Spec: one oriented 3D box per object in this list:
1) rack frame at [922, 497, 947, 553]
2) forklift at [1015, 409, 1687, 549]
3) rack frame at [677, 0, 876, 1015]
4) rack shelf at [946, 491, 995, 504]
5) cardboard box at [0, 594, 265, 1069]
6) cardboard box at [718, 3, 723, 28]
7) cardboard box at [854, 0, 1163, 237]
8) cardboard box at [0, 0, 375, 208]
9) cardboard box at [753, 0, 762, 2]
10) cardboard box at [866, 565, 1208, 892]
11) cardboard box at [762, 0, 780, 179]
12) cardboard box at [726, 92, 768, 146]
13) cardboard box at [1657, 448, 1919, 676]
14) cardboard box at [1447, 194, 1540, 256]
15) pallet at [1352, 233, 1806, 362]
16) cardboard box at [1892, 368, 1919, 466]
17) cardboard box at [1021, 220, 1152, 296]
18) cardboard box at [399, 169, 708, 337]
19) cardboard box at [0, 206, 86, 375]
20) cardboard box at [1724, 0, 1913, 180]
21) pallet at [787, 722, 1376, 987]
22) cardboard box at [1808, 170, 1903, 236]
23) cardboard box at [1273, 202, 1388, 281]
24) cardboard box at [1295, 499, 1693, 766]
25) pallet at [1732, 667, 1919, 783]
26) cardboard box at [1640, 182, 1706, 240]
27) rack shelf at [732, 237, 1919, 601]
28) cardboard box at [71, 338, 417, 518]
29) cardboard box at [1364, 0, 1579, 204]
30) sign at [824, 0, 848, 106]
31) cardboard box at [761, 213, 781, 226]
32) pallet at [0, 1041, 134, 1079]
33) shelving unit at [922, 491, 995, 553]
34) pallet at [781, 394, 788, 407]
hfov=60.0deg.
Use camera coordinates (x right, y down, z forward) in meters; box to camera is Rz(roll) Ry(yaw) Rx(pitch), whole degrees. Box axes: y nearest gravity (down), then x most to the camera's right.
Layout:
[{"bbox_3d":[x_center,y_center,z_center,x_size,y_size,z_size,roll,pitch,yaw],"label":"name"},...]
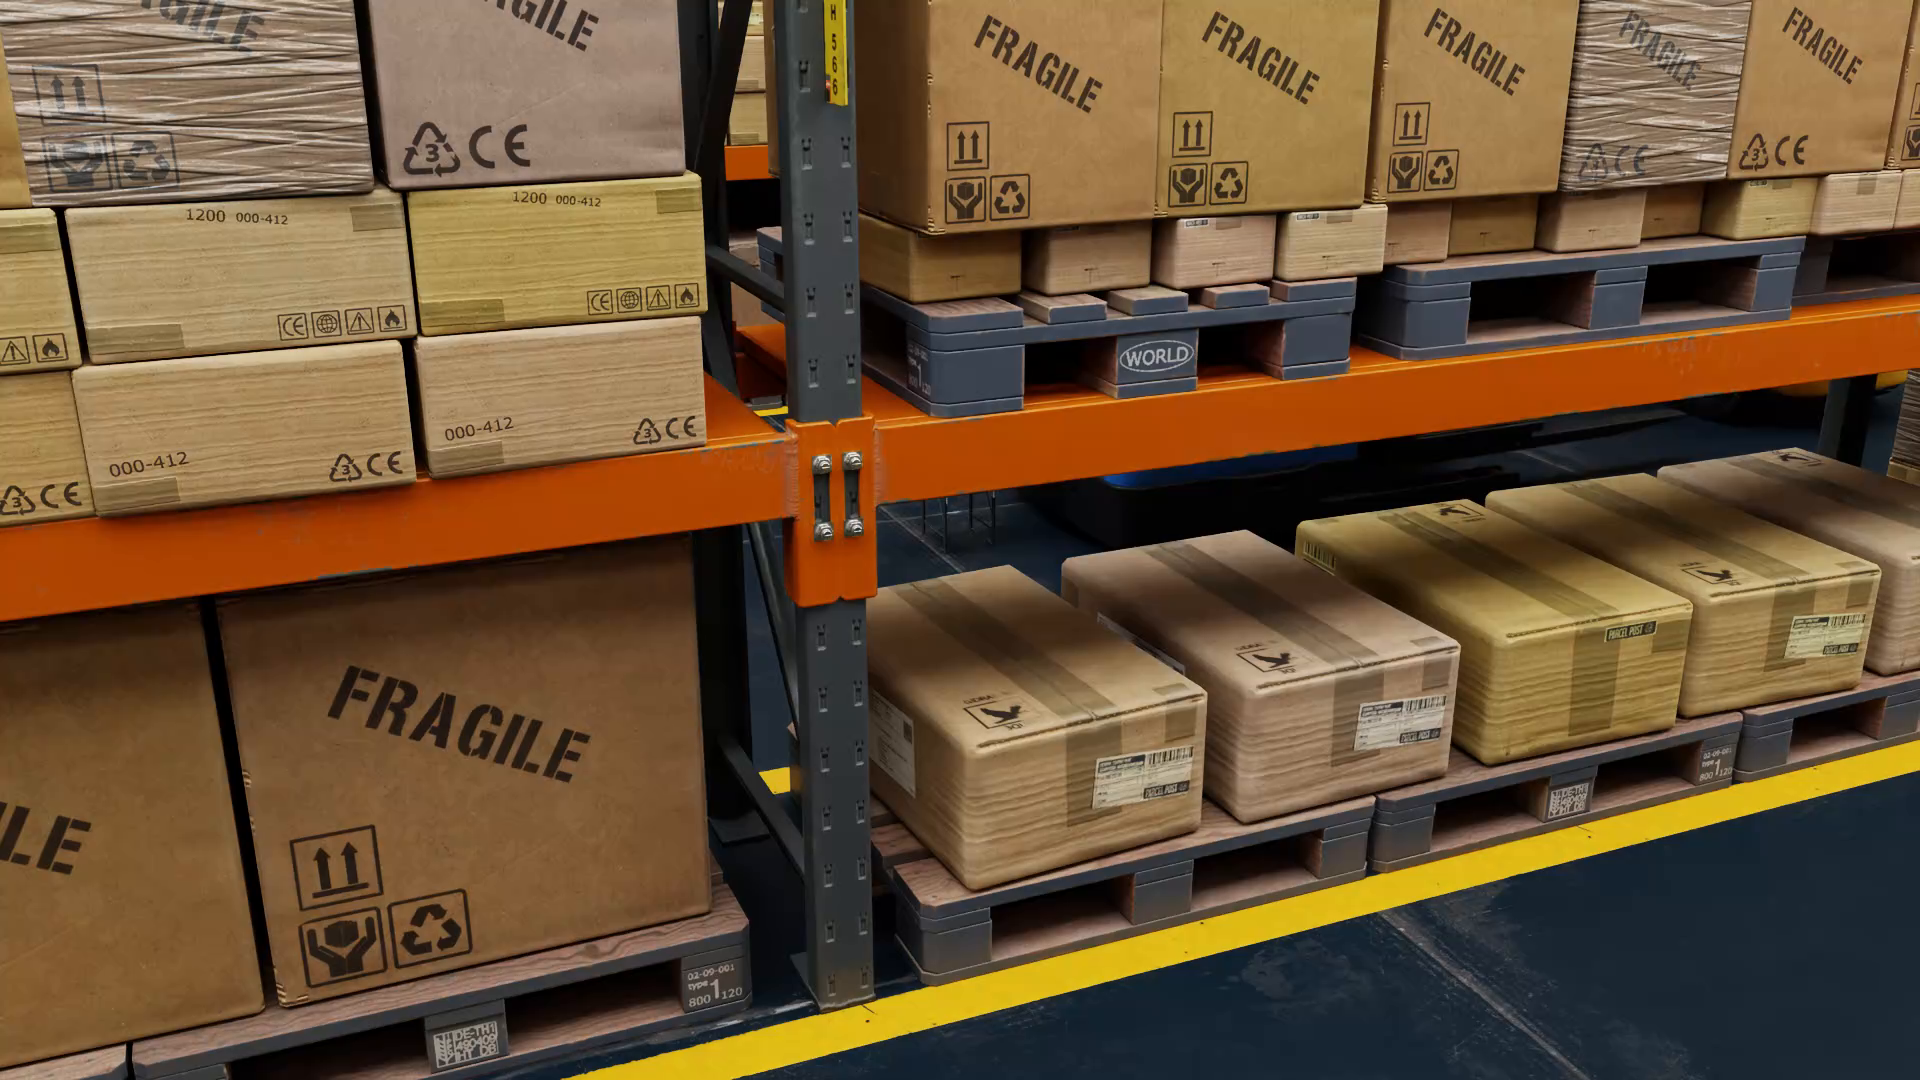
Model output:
[{"bbox_3d":[-0.101,-0.410,6.332,0.006,0.900,0.240,-8,21,-22],"label":"rack frame"},{"bbox_3d":[1.753,-1.631,6.741,3.031,2.935,1.130,-9,21,-23],"label":"forklift"},{"bbox_3d":[-0.441,-0.547,3.559,0.127,3.000,1.000,-8,21,-22],"label":"rack frame"},{"bbox_3d":[-0.007,-0.222,6.440,0.200,0.077,0.258,-8,21,-22],"label":"rack shelf"},{"bbox_3d":[-1.928,0.439,3.327,0.875,0.875,0.875,-8,21,-21],"label":"cardboard box"},{"bbox_3d":[-1.295,-2.481,7.924,0.250,0.149,0.380,-8,21,-21],"label":"cardboard box"},{"bbox_3d":[0.064,-0.921,3.391,0.500,0.500,0.500,-9,21,-23],"label":"cardboard box"},{"bbox_3d":[-1.280,-0.848,2.758,0.500,0.500,0.500,-8,21,-21],"label":"cardboard box"},{"bbox_3d":[-1.069,-2.724,8.616,0.250,0.149,0.380,-9,21,-23],"label":"cardboard box"},{"bbox_3d":[0.082,0.423,4.128,0.625,0.372,0.950,-10,22,-26],"label":"cardboard box"},{"bbox_3d":[-0.133,-1.077,3.834,0.500,0.500,0.500,-9,21,-23],"label":"cardboard box"},{"bbox_3d":[-0.972,-2.108,8.218,0.500,0.250,0.500,-9,21,-24],"label":"cardboard box"},{"bbox_3d":[2.752,0.038,5.222,0.625,0.372,0.950,-8,21,-21],"label":"cardboard box"},{"bbox_3d":[1.169,-0.796,4.012,0.250,0.149,0.380,-7,21,-20],"label":"cardboard box"},{"bbox_3d":[1.361,-0.729,4.366,1.213,0.211,1.003,-8,21,-22],"label":"pallet"},{"bbox_3d":[3.669,-0.488,5.769,0.500,0.500,0.500,-8,21,-23],"label":"cardboard box"},{"bbox_3d":[0.204,-0.640,3.568,0.250,0.149,0.380,-10,22,-25],"label":"cardboard box"},{"bbox_3d":[-0.785,-0.571,3.100,0.500,0.250,0.500,-8,21,-22],"label":"cardboard box"},{"bbox_3d":[-1.716,-0.429,2.696,0.500,0.250,0.500,-9,21,-23],"label":"cardboard box"},{"bbox_3d":[1.968,-1.196,4.173,0.500,0.500,0.500,-7,21,-20],"label":"cardboard box"},{"bbox_3d":[0.278,0.666,4.313,1.213,0.211,1.003,-8,21,-22],"label":"pallet"},{"bbox_3d":[2.165,-0.892,4.285,0.250,0.149,0.380,-8,21,-21],"label":"cardboard box"},{"bbox_3d":[0.735,-0.691,3.715,0.250,0.149,0.380,-8,21,-22],"label":"cardboard box"},{"bbox_3d":[1.455,0.226,4.689,0.625,0.372,0.950,-7,21,-20],"label":"cardboard box"},{"bbox_3d":[2.518,0.345,5.225,1.213,0.211,1.003,-8,21,-22],"label":"pallet"},{"bbox_3d":[1.644,-0.868,4.216,0.250,0.149,0.380,-9,21,-24],"label":"cardboard box"},{"bbox_3d":[1.396,-0.471,4.426,4.000,0.370,1.077,-8,21,-22],"label":"rack shelf"},{"bbox_3d":[-1.265,-0.259,2.966,0.500,0.250,0.500,-8,21,-21],"label":"cardboard box"},{"bbox_3d":[1.025,-1.064,3.796,0.500,0.500,0.500,-8,21,-21],"label":"cardboard box"},{"bbox_3d":[-0.218,-0.924,2.887,0.005,0.325,0.100,-8,21,-22],"label":"sign"},{"bbox_3d":[-0.617,-1.393,8.905,0.625,0.625,0.875,-9,21,-24],"label":"cardboard box"},{"bbox_3d":[-2.313,1.008,3.341,1.213,0.211,1.003,-8,21,-22],"label":"pallet"},{"bbox_3d":[-0.007,-0.423,6.370,0.210,0.900,0.258,-8,21,-22],"label":"shelving unit"},{"bbox_3d":[-0.520,-1.001,9.046,1.213,0.211,1.003,-8,21,-22],"label":"pallet"}]
